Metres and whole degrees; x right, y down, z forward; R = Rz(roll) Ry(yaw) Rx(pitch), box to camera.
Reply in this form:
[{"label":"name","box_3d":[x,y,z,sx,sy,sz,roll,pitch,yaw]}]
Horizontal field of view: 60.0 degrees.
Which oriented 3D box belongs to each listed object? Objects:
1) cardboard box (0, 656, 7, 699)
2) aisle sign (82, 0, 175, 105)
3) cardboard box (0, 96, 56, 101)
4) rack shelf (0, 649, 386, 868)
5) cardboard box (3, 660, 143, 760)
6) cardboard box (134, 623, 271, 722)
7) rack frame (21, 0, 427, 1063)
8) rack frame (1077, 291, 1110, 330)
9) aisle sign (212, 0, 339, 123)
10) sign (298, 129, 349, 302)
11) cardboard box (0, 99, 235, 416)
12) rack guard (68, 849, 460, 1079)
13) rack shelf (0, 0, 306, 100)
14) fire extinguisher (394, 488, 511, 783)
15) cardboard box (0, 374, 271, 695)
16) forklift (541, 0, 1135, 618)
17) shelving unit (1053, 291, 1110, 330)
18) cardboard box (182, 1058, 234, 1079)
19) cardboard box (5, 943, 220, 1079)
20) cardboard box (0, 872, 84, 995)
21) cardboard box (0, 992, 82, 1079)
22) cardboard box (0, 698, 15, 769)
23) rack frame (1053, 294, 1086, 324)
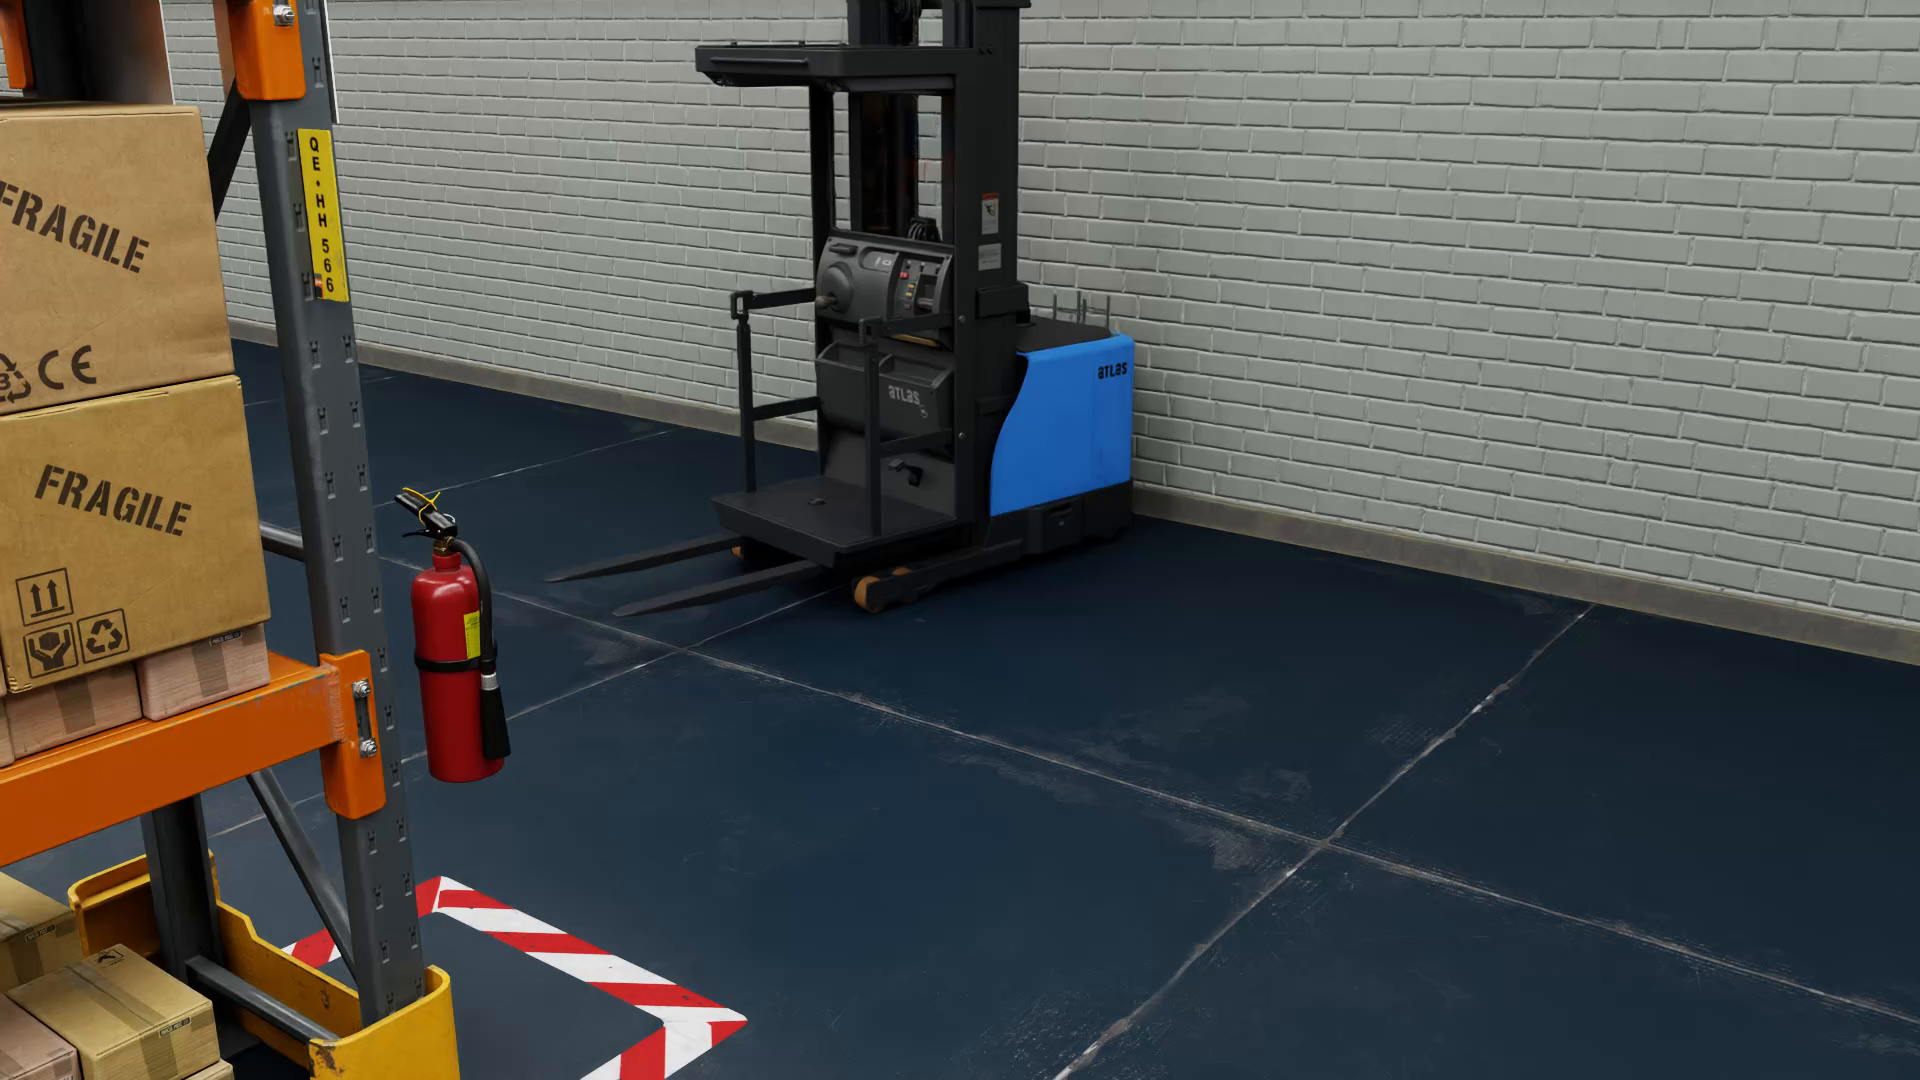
[{"label":"cardboard box","box_3d":[-2.039,0.058,2.829,0.500,0.500,0.500,12,21,34]},{"label":"aisle sign","box_3d":[-1.865,-1.338,3.612,0.394,0.787,0.004,12,21,35]},{"label":"cardboard box","box_3d":[-2.148,-0.634,3.371,0.500,0.500,0.500,12,21,34]},{"label":"rack shelf","box_3d":[-2.859,0.793,2.344,1.077,0.370,4.000,12,21,35]},{"label":"cardboard box","box_3d":[-1.813,0.274,3.228,0.380,0.149,0.250,12,21,35]},{"label":"cardboard box","box_3d":[-1.634,0.221,3.397,0.380,0.149,0.250,12,21,35]},{"label":"rack frame","box_3d":[-1.667,-0.026,3.771,1.000,3.000,0.127,12,21,35]},{"label":"rack frame","box_3d":[0.720,-0.759,9.165,0.006,1.200,0.240,-15,22,-40]},{"label":"aisle sign","box_3d":[-1.383,-1.232,3.271,0.394,0.787,0.004,12,21,35]},{"label":"sign","box_3d":[-1.233,-0.627,3.221,0.100,0.325,0.005,12,21,35]},{"label":"cardboard box","box_3d":[-1.740,-0.541,3.071,0.500,0.500,0.500,12,21,34]},{"label":"rack guard","box_3d":[-1.712,1.185,4.083,1.175,0.500,0.348,12,21,35]},{"label":"rack shelf","box_3d":[-2.859,-0.639,1.899,1.077,0.370,4.000,12,21,35]},{"label":"fire extinguisher","box_3d":[-1.146,0.210,3.768,0.296,0.674,0.183,12,21,35]},{"label":"cardboard box","box_3d":[-1.728,-0.064,3.221,0.500,0.500,0.500,13,21,36]},{"label":"forklift","box_3d":[-0.524,-1.240,7.793,3.031,2.935,1.130,-15,23,-40]},{"label":"shelving unit","box_3d":[0.652,-0.742,9.107,0.189,1.200,0.258,-15,22,-40]},{"label":"cardboard box","box_3d":[-1.752,1.169,3.520,0.380,0.149,0.250,12,21,33]},{"label":"cardboard box","box_3d":[-1.779,1.021,3.493,0.380,0.149,0.250,13,21,35]},{"label":"cardboard box","box_3d":[-2.252,0.915,3.835,0.380,0.149,0.250,11,21,32]},{"label":"cardboard box","box_3d":[-1.975,1.071,3.333,0.380,0.149,0.250,13,21,36]},{"label":"cardboard box","box_3d":[-1.950,0.336,3.027,0.380,0.149,0.250,12,21,34]},{"label":"rack frame","box_3d":[0.584,-0.724,9.049,0.006,1.200,0.240,-15,22,-40]}]
